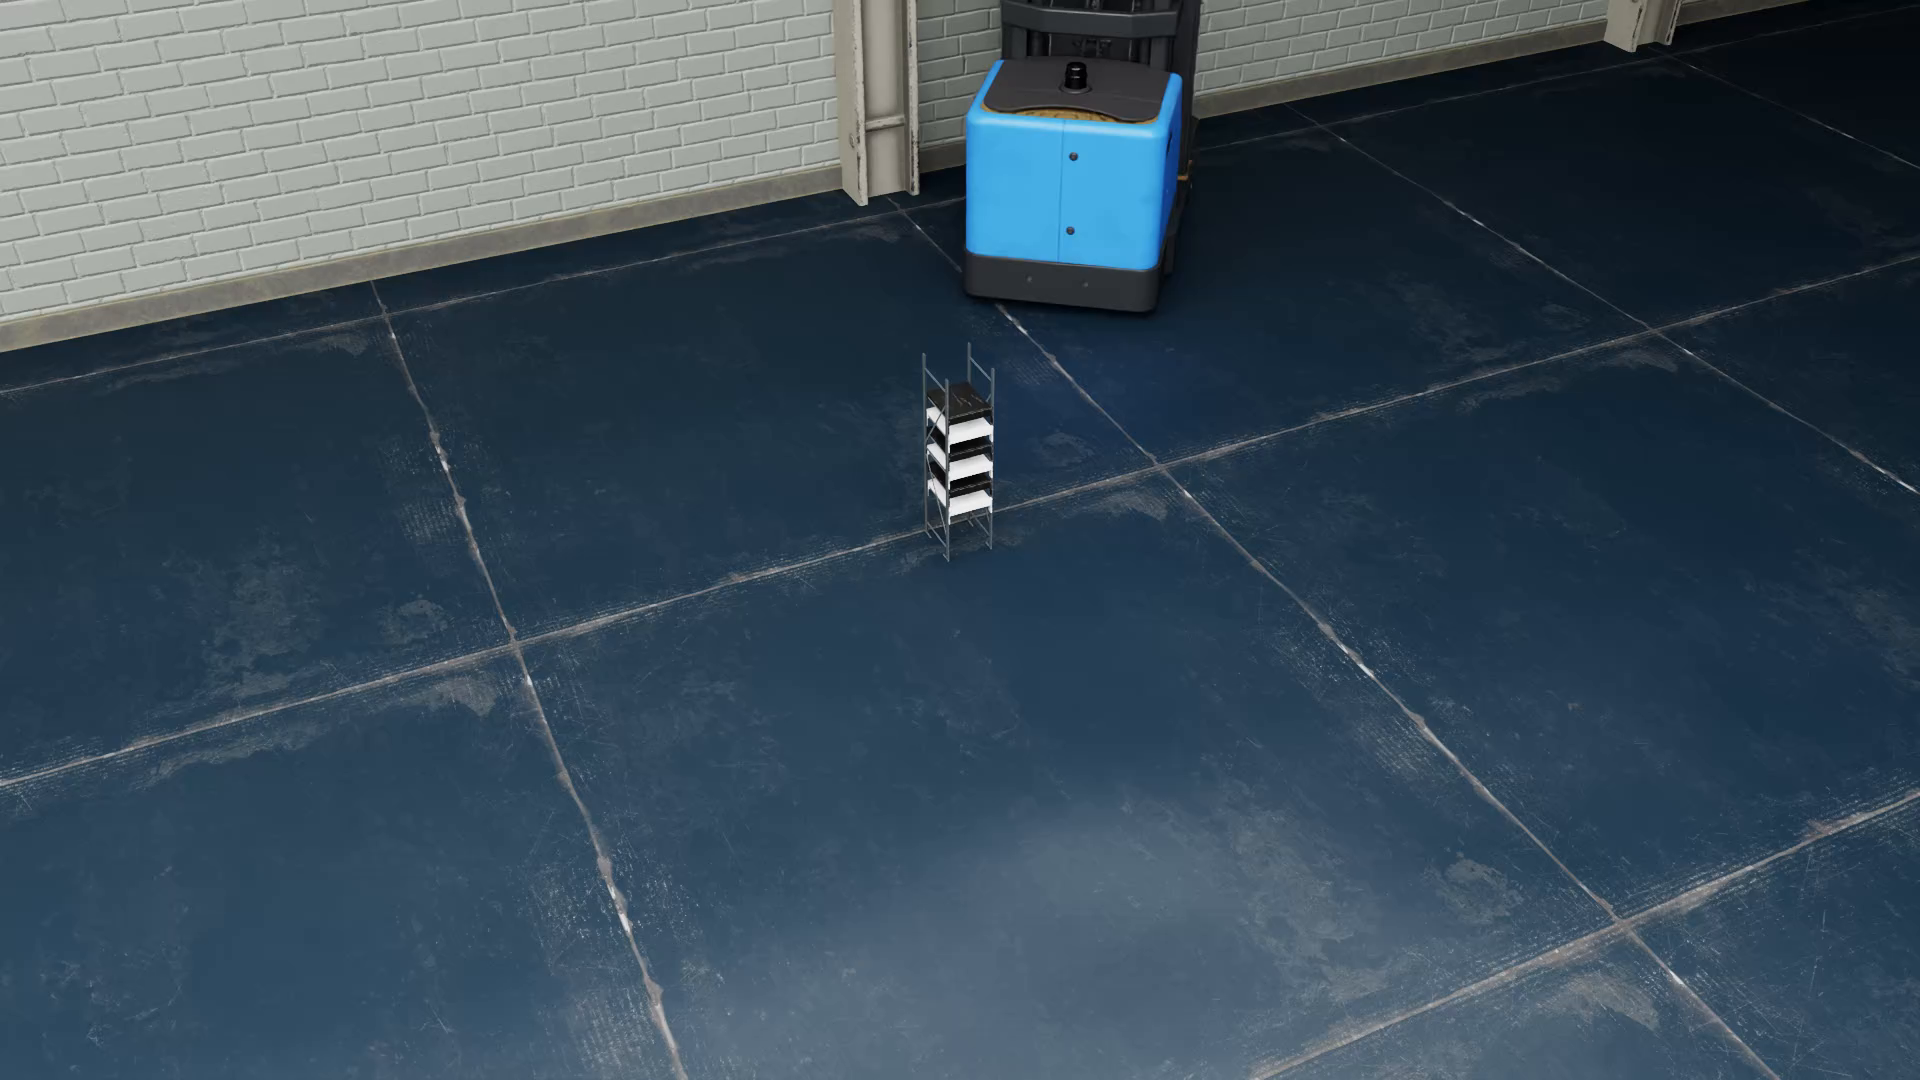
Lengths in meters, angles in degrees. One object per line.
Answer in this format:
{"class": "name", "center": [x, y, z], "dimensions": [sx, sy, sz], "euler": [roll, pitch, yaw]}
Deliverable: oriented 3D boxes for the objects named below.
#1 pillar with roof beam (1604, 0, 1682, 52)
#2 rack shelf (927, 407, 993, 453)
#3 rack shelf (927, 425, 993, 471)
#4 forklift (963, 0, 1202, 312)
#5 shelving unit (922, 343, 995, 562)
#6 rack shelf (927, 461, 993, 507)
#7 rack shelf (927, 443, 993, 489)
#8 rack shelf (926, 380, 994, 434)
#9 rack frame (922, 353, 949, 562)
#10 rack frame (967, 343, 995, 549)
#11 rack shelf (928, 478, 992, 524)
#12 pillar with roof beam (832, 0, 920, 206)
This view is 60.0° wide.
{"class": "pillar with roof beam", "center": [6.776, -4.942, 6.359], "dimensions": [0.400, 9.000, 9.100], "euler": [-16, 39, -20]}
{"class": "rack shelf", "center": [-0.007, -0.477, 6.892], "dimensions": [0.200, 0.077, 0.258], "euler": [-16, 39, -20]}
{"class": "rack shelf", "center": [-0.007, -0.405, 6.945], "dimensions": [0.200, 0.077, 0.258], "euler": [-16, 39, -20]}
{"class": "forklift", "center": [0.824, -3.253, 9.175], "dimensions": [1.130, 2.935, 3.031], "euler": [7, 37, 10]}
{"class": "shelving unit", "center": [-0.007, -0.359, 6.979], "dimensions": [0.210, 0.900, 0.258], "euler": [-16, 39, -20]}
{"class": "rack shelf", "center": [-0.007, -0.260, 7.053], "dimensions": [0.200, 0.077, 0.258], "euler": [-16, 39, -20]}
{"class": "rack shelf", "center": [-0.007, -0.333, 6.999], "dimensions": [0.200, 0.077, 0.258], "euler": [-16, 39, -20]}
{"class": "rack shelf", "center": [-0.007, -0.549, 6.838], "dimensions": [0.200, 0.077, 0.258], "euler": [-16, 39, -20]}
{"class": "rack frame", "center": [-0.099, -0.334, 6.944], "dimensions": [0.006, 0.900, 0.240], "euler": [-16, 39, -20]}
{"class": "rack frame", "center": [0.085, -0.385, 7.014], "dimensions": [0.006, 0.900, 0.240], "euler": [-16, 39, -20]}
{"class": "rack shelf", "center": [-0.007, -0.188, 7.106], "dimensions": [0.200, 0.077, 0.258], "euler": [-16, 39, -20]}
{"class": "pillar with roof beam", "center": [1.344, -3.423, 4.312], "dimensions": [0.400, 9.000, 9.100], "euler": [-16, 39, -20]}
